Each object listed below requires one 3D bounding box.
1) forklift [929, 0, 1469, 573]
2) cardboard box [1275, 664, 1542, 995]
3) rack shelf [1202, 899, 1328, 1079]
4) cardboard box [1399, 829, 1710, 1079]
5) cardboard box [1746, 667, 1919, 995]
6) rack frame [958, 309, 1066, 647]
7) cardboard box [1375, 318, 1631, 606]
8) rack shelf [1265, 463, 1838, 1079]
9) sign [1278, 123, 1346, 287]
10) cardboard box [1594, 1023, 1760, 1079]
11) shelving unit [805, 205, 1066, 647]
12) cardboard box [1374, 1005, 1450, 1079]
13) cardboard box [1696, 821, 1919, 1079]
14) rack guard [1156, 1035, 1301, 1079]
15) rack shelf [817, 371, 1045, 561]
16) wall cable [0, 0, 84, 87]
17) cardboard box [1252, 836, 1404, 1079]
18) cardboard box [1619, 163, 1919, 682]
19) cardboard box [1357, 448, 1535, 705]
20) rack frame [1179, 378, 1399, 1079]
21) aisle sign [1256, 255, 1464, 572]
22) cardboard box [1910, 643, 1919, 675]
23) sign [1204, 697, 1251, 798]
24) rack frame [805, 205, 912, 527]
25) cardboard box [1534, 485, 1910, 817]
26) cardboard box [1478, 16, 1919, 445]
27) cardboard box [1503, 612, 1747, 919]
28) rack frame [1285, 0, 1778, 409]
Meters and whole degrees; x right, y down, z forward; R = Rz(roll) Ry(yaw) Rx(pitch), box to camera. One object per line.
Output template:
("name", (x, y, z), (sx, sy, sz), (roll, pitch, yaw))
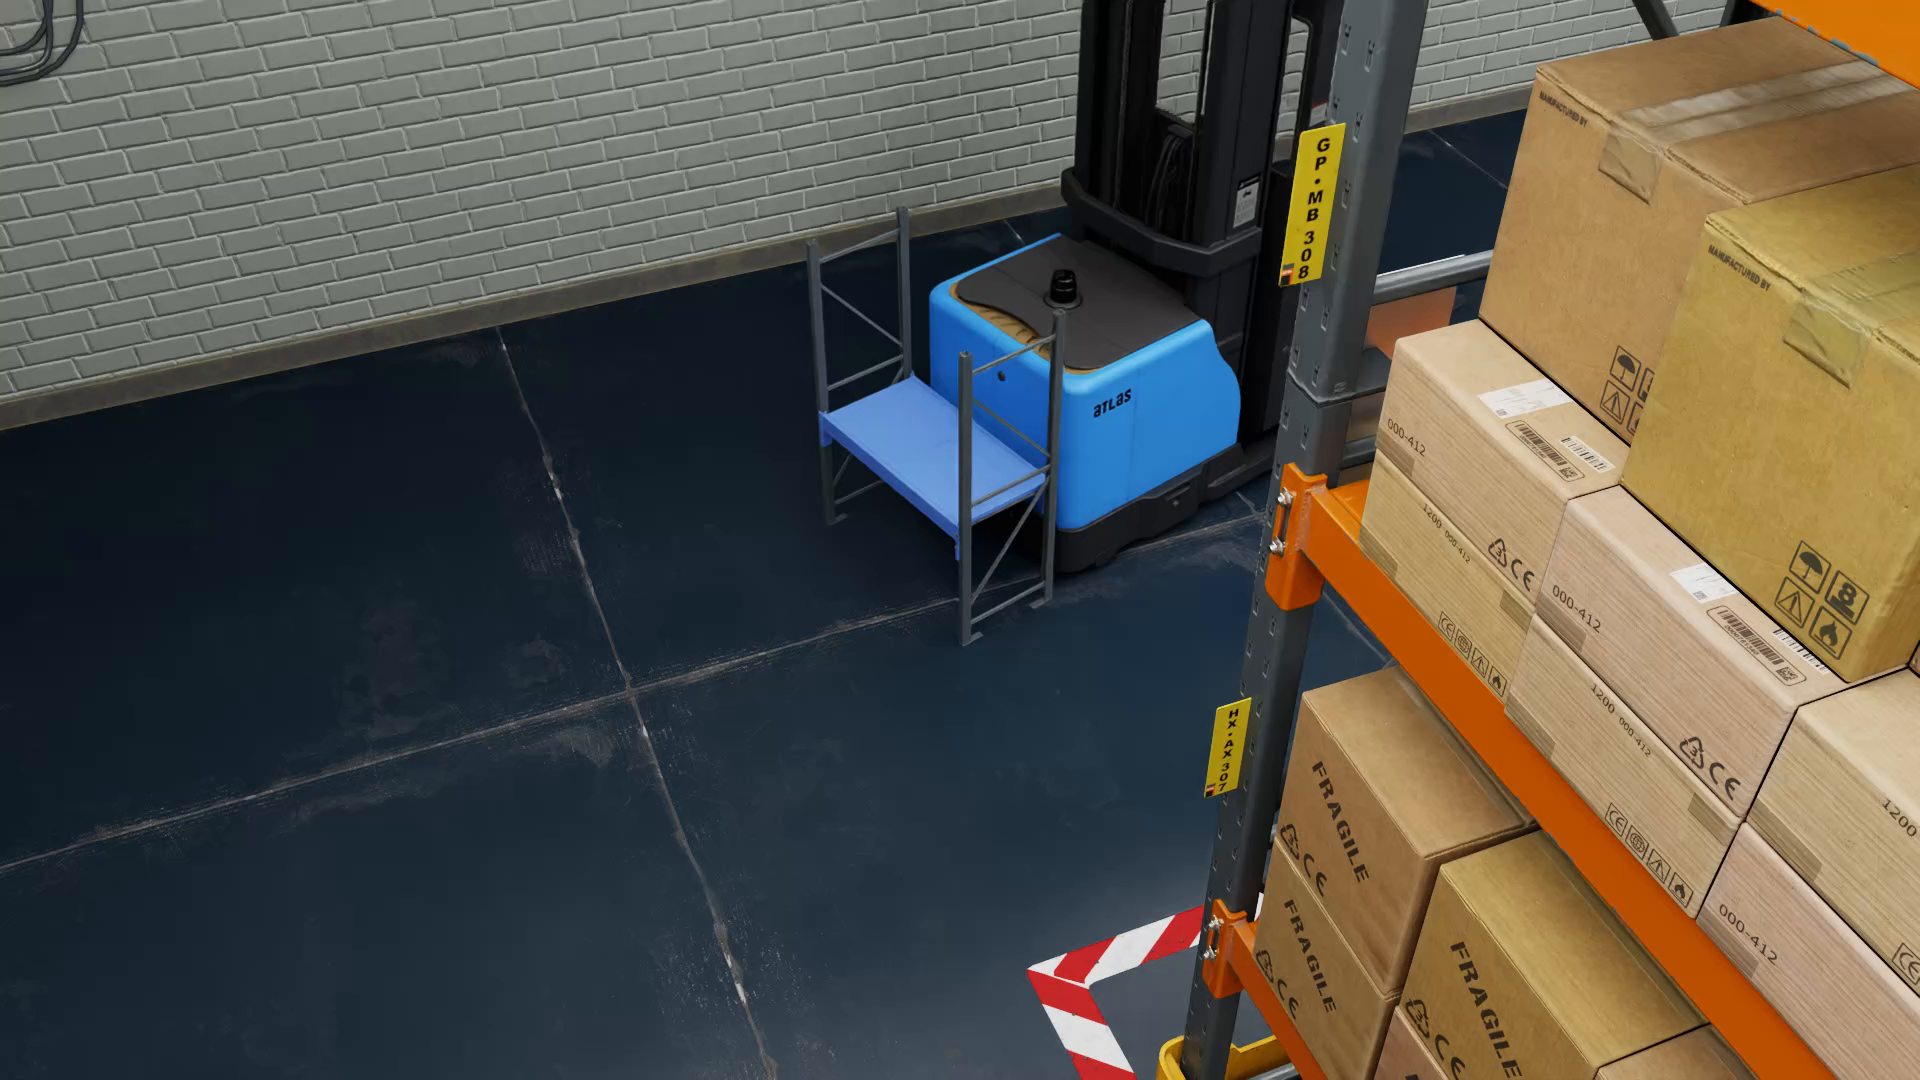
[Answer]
("forklift", (1.312, -1.770, 7.479), (3.031, 2.935, 1.130), (-28, 48, -28))
("cardboard box", (1.090, 0.624, 3.799), (0.500, 0.500, 0.500), (-14, 43, -16))
("rack shelf", (1.929, 2.186, 3.378), (1.077, 0.370, 4.000), (-15, 43, -17))
("cardboard box", (1.297, 0.937, 3.435), (0.500, 0.500, 0.500), (-15, 43, -16))
("cardboard box", (1.502, 0.415, 2.316), (0.500, 0.250, 0.500), (-15, 43, -17))
("rack frame", (0.200, -0.215, 6.769), (0.500, 1.500, 0.032), (-27, 47, -28))
("cardboard box", (1.120, -0.187, 3.017), (0.500, 0.250, 0.500), (-15, 43, -17))
("rack shelf", (1.929, 1.048, 2.400), (1.077, 0.370, 4.000), (-15, 43, -17))
("sign", (0.663, -0.625, 3.124), (0.100, 0.325, 0.005), (-15, 43, -17))
("cardboard box", (1.484, 1.240, 3.083), (0.500, 0.500, 0.500), (-15, 43, -16))
("shelving unit", (-0.112, -0.477, 7.073), (0.538, 1.500, 1.048), (-27, 47, -28))
("cardboard box", (1.292, 1.313, 3.765), (0.500, 0.500, 0.500), (-16, 43, -17))
("cardboard box", (1.498, 0.606, 2.478), (0.500, 0.250, 0.500), (-15, 43, -17))
("rack guard", (1.193, 1.702, 5.306), (1.175, 0.500, 0.348), (-15, 43, -17))
("rack shelf", (-0.112, -0.340, 7.190), (0.538, 0.185, 1.000), (-27, 47, -28))
("wall cable", (-5.245, -2.647, 6.227), (3.097, 2.526, 0.112), (-15, 43, -17))
("cardboard box", (1.090, 1.003, 4.125), (0.500, 0.500, 0.500), (-14, 43, -16))
("cardboard box", (1.489, -0.219, 2.478), (0.700, 0.500, 0.500), (-15, 43, -17))
("cardboard box", (1.126, 0.001, 3.182), (0.500, 0.250, 0.500), (-15, 43, -17))
("rack frame", (1.164, 0.708, 4.545), (1.000, 3.000, 0.127), (-15, 43, -17))
("aisle sign", (0.867, -0.245, 3.660), (0.394, 0.787, 0.004), (-15, 43, -17))
("cardboard box", (1.779, 0.056, 2.159), (0.700, 0.500, 0.500), (-15, 43, -17))
("sign", (0.663, 0.515, 4.105), (0.100, 0.325, 0.005), (-15, 43, -17))
("rack frame", (-0.424, -0.738, 7.377), (0.500, 1.500, 0.032), (-27, 47, -28))
("cardboard box", (1.305, 0.115, 2.665), (0.500, 0.250, 0.500), (-15, 43, -17))
("cardboard box", (1.376, -0.541, 2.853), (0.700, 0.500, 0.500), (-15, 43, -17))
("cardboard box", (1.305, 0.305, 2.828), (0.500, 0.250, 0.500), (-15, 43, -17))
("rack frame", (1.164, -1.567, 2.589), (1.000, 3.000, 0.127), (-15, 43, -17))
